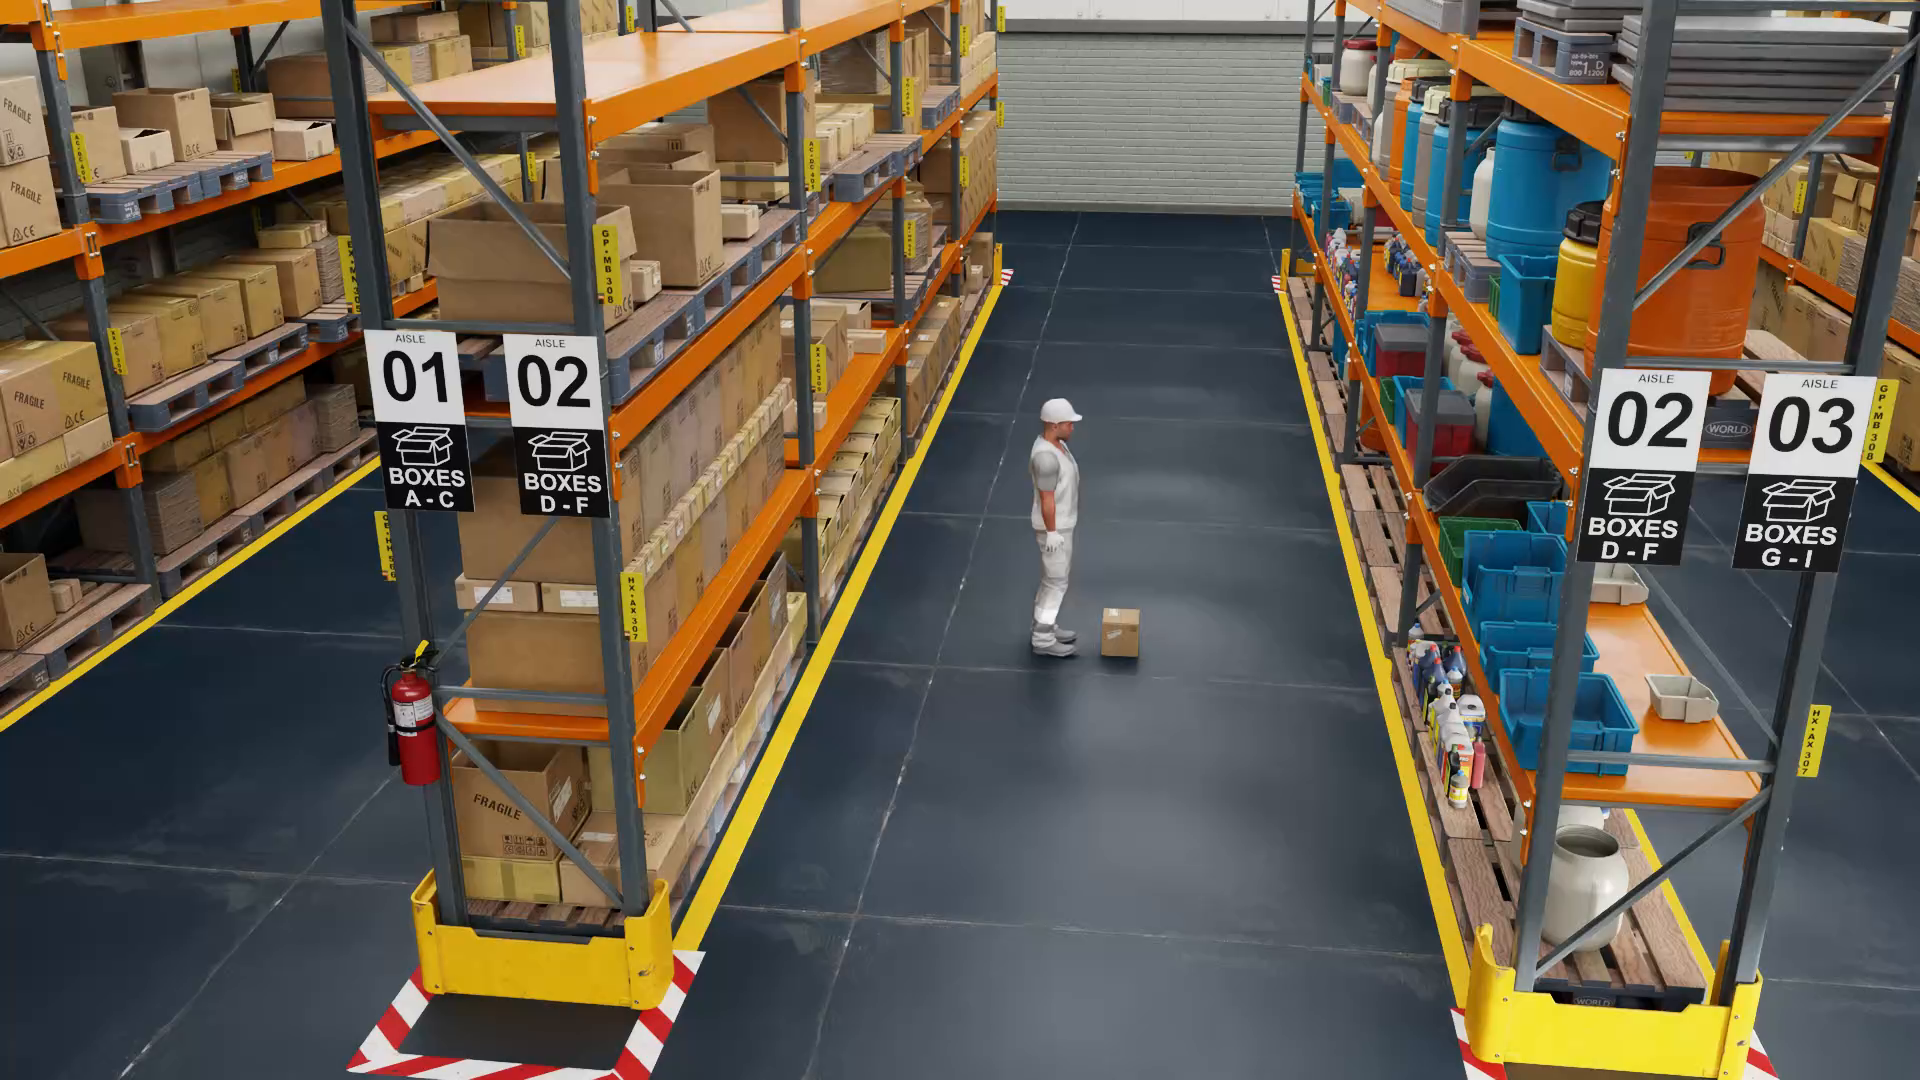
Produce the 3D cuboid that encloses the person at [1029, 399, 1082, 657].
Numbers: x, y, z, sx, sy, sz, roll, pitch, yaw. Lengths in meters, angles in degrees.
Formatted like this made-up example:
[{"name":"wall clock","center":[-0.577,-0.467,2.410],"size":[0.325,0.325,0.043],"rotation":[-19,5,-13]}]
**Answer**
[{"name":"person","center":[0.646,-0.097,11.312],"size":[0.350,1.780,0.526],"rotation":[3,21,7]}]
